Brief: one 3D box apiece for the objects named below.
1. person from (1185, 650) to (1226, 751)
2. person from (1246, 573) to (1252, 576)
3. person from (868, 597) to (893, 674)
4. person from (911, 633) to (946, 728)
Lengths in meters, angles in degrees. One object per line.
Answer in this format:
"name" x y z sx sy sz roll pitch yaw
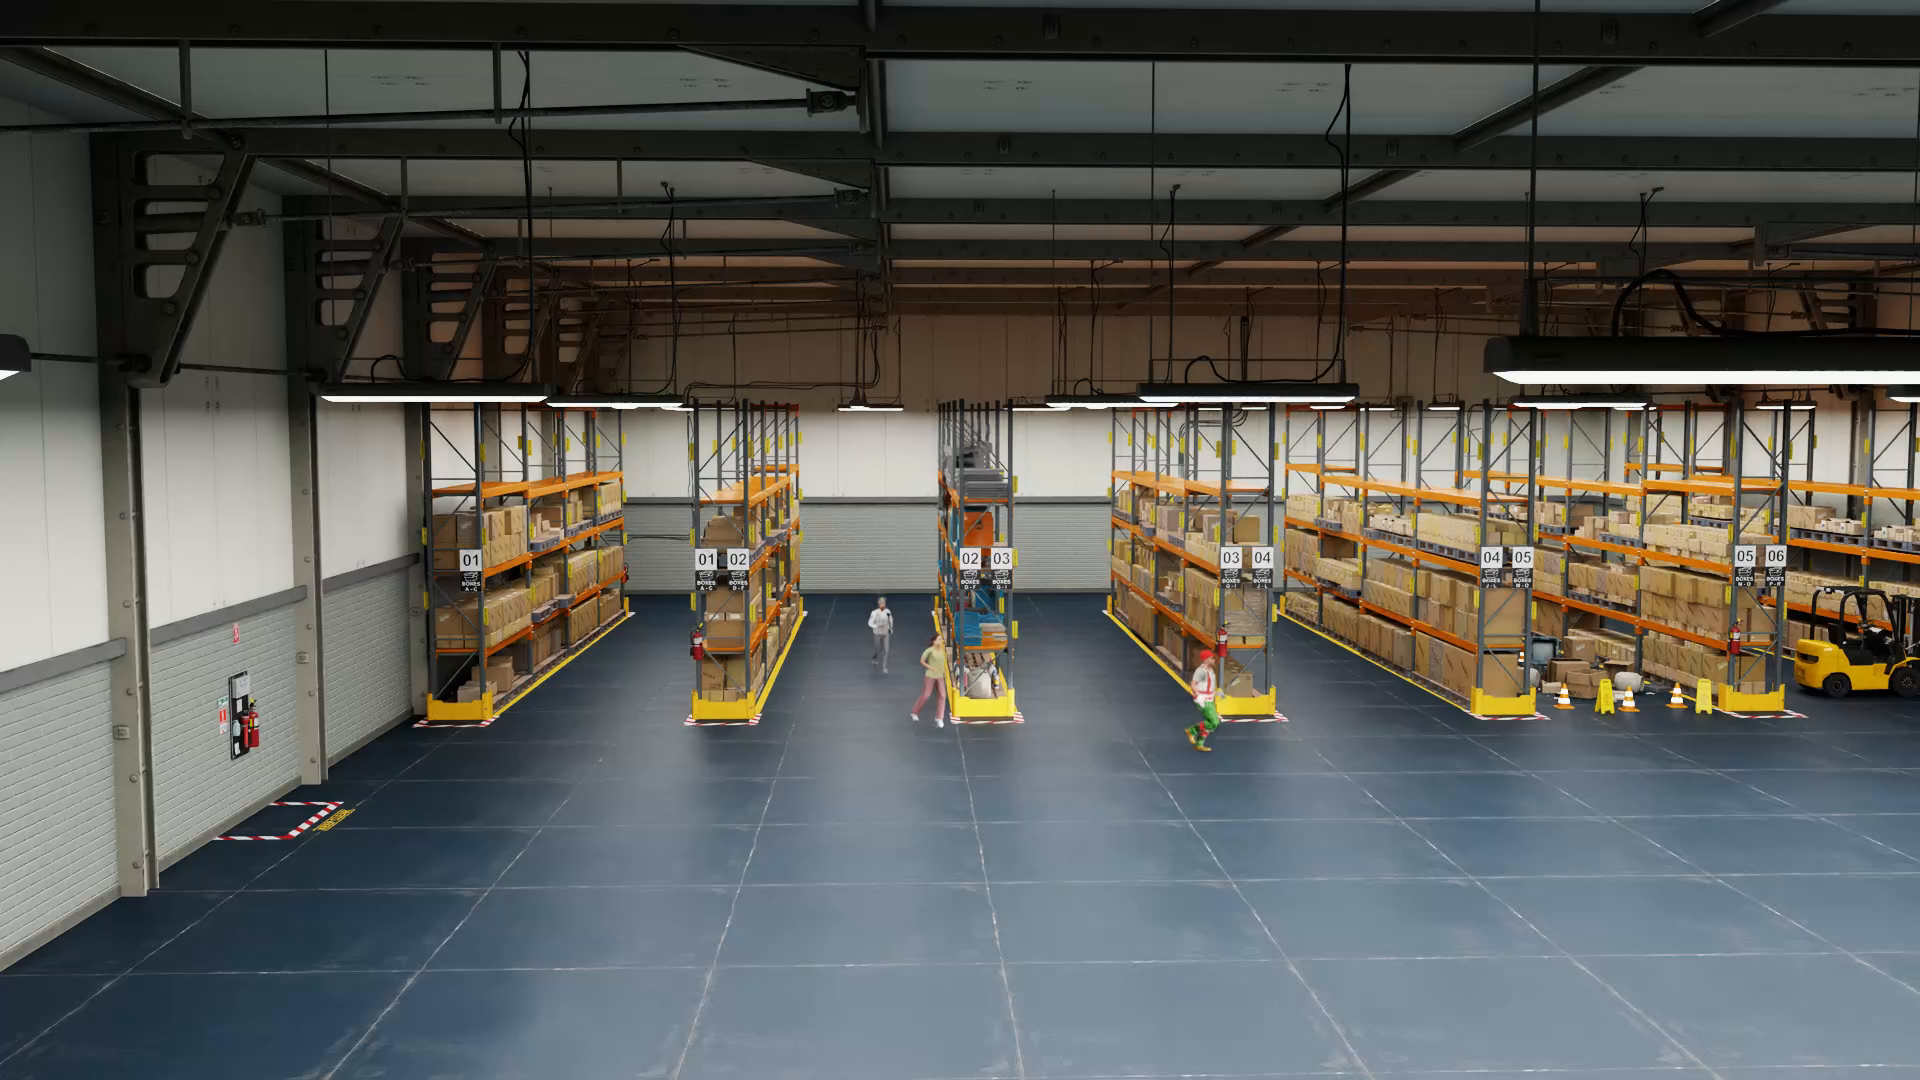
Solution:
"person" 4.158 2.721 28.155 0.635 1.731 0.659 2 5 25
"person" 8.460 1.246 48.548 0.698 1.578 0.575 4 6 40
"person" -1.751 2.086 36.860 0.600 1.681 0.892 -1 5 -18
"person" -0.465 2.562 30.708 0.646 1.680 0.860 -3 5 -37
